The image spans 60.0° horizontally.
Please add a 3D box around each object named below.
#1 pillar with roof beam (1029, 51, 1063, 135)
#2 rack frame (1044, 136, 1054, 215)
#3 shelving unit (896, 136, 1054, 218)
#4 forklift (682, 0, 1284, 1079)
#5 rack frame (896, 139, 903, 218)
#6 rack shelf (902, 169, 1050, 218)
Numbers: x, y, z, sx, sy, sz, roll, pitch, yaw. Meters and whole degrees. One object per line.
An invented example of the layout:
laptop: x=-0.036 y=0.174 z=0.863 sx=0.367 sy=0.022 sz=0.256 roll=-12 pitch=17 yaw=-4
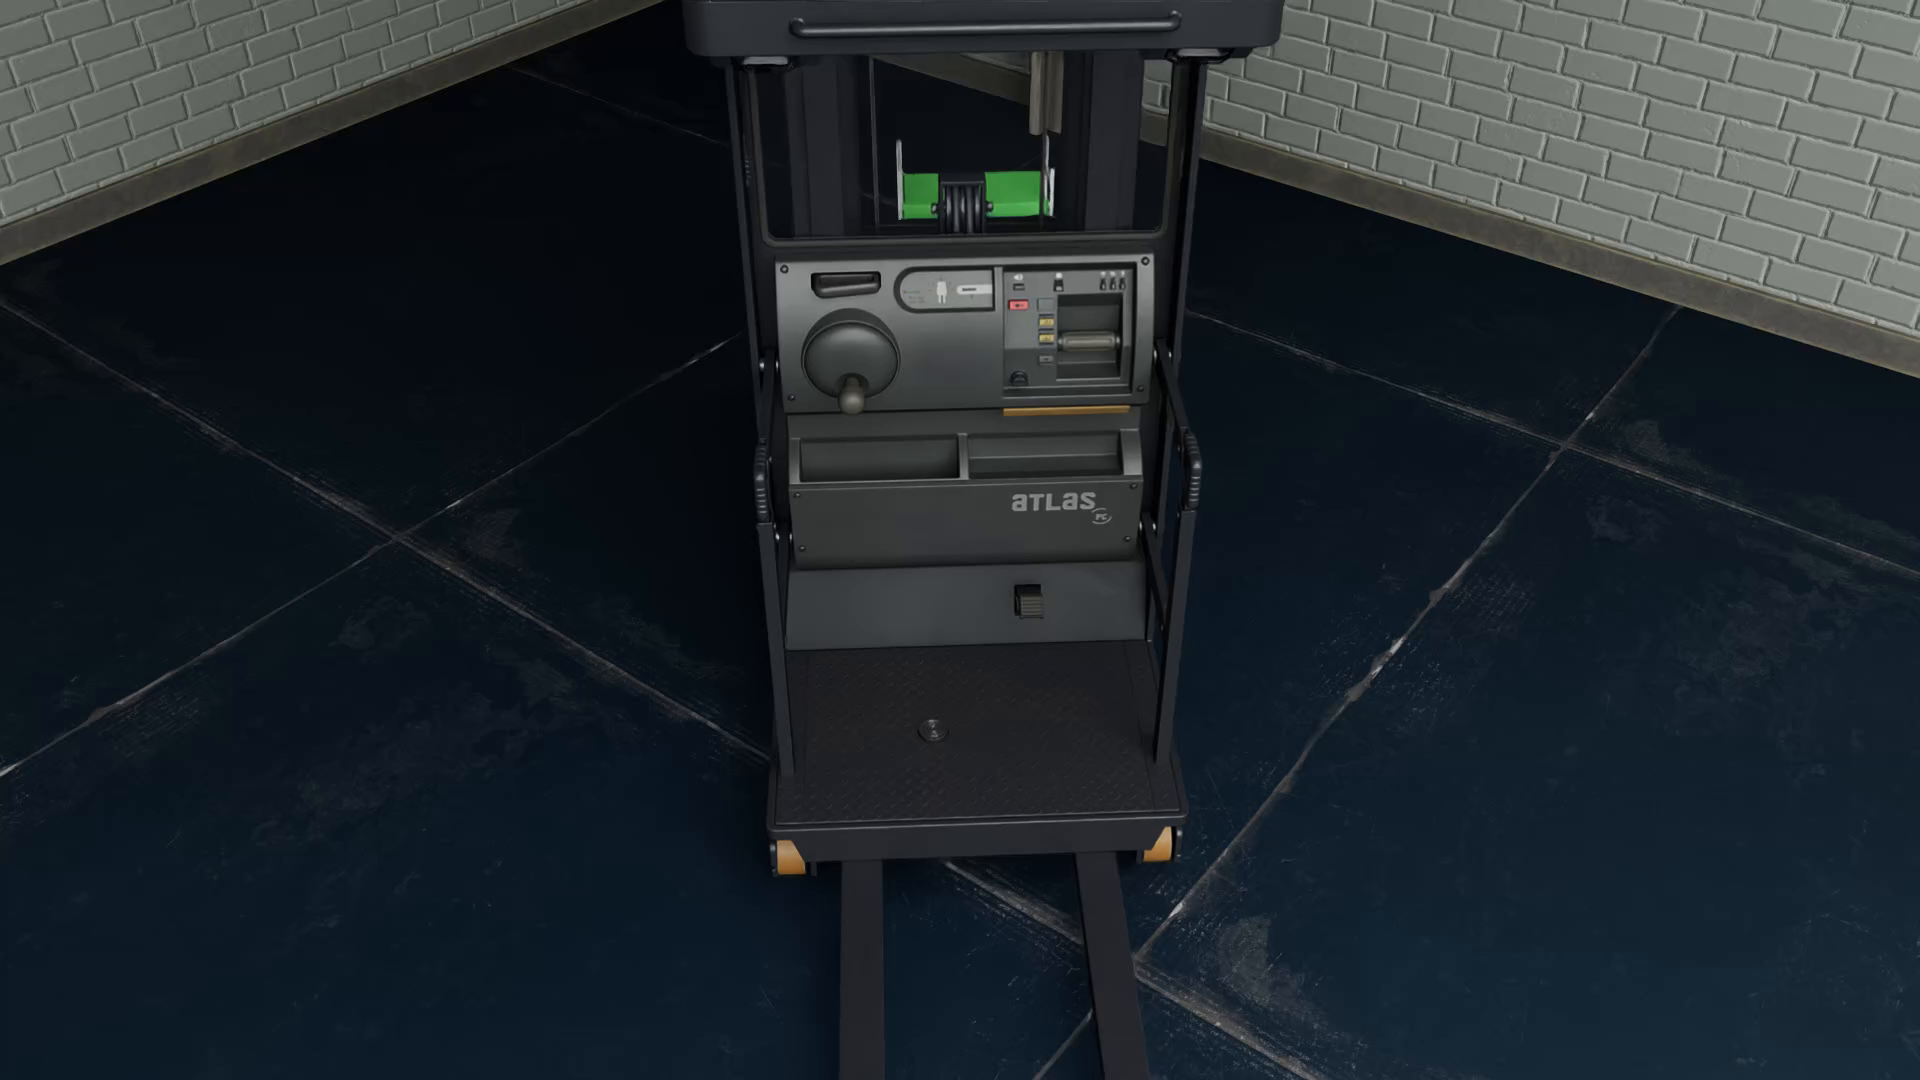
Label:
pillar with roof beam: x=-2.023 y=-3.489 z=2.907 sx=0.400 sy=9.000 sz=9.100 roll=25 pitch=45 yaw=29
rack frame: x=0.290 y=-0.794 z=5.791 sx=0.015 sy=1.200 sz=0.240 roll=-2 pitch=38 yaw=-2
shelving unit: x=0.046 y=-0.787 z=5.782 sx=0.503 sy=1.200 sz=0.258 roll=-2 pitch=38 yaw=-2
forklift: x=0.027 y=-0.442 z=3.937 sx=1.130 sy=2.935 sz=3.031 roll=-2 pitch=38 yaw=-2
rack frame: x=-0.198 y=-0.780 z=5.773 sx=0.015 sy=1.200 sz=0.240 roll=-2 pitch=38 yaw=-2
rack shelf: x=0.046 y=-1.115 z=5.526 sx=0.480 sy=0.148 sz=0.258 roll=-2 pitch=38 yaw=-2
